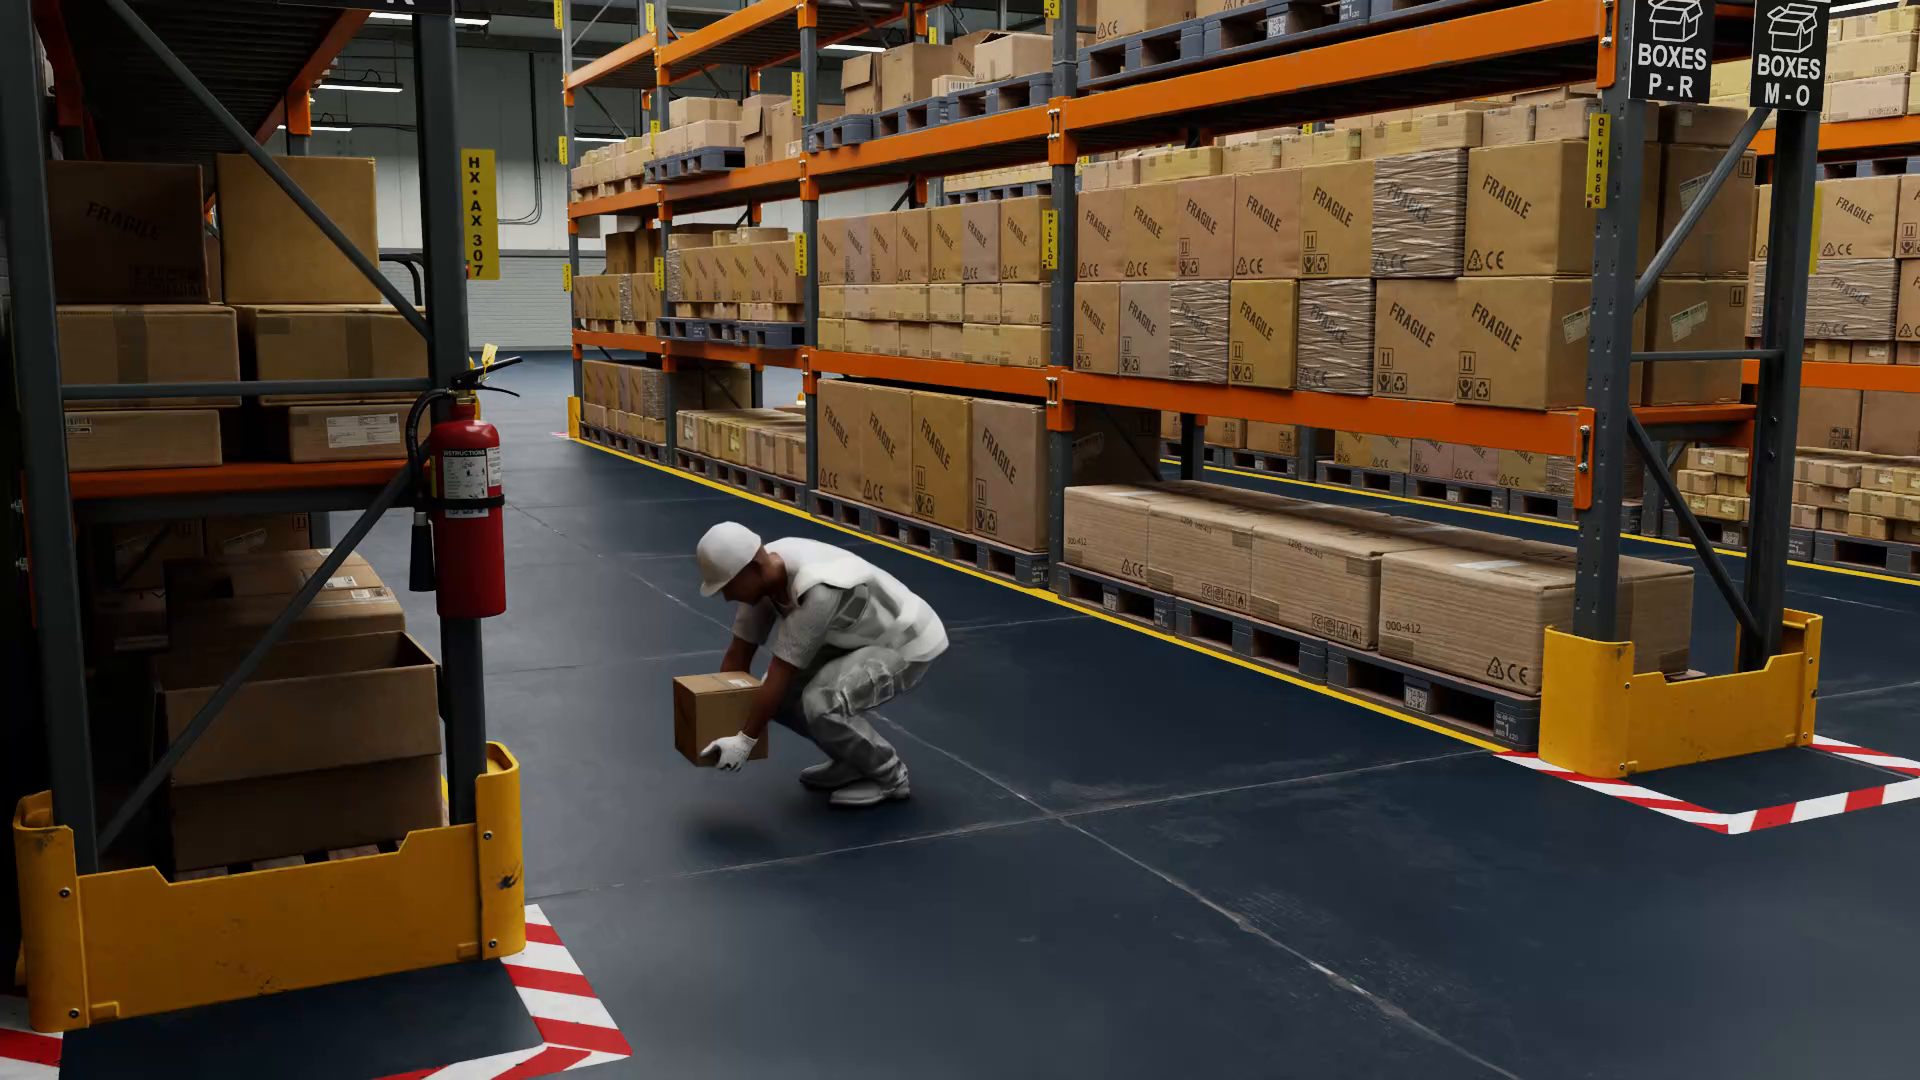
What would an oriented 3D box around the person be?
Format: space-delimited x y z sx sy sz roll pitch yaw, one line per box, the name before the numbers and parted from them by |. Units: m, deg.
person | -0.487 0.410 5.705 0.930 1.000 0.556 -4 9 -27
